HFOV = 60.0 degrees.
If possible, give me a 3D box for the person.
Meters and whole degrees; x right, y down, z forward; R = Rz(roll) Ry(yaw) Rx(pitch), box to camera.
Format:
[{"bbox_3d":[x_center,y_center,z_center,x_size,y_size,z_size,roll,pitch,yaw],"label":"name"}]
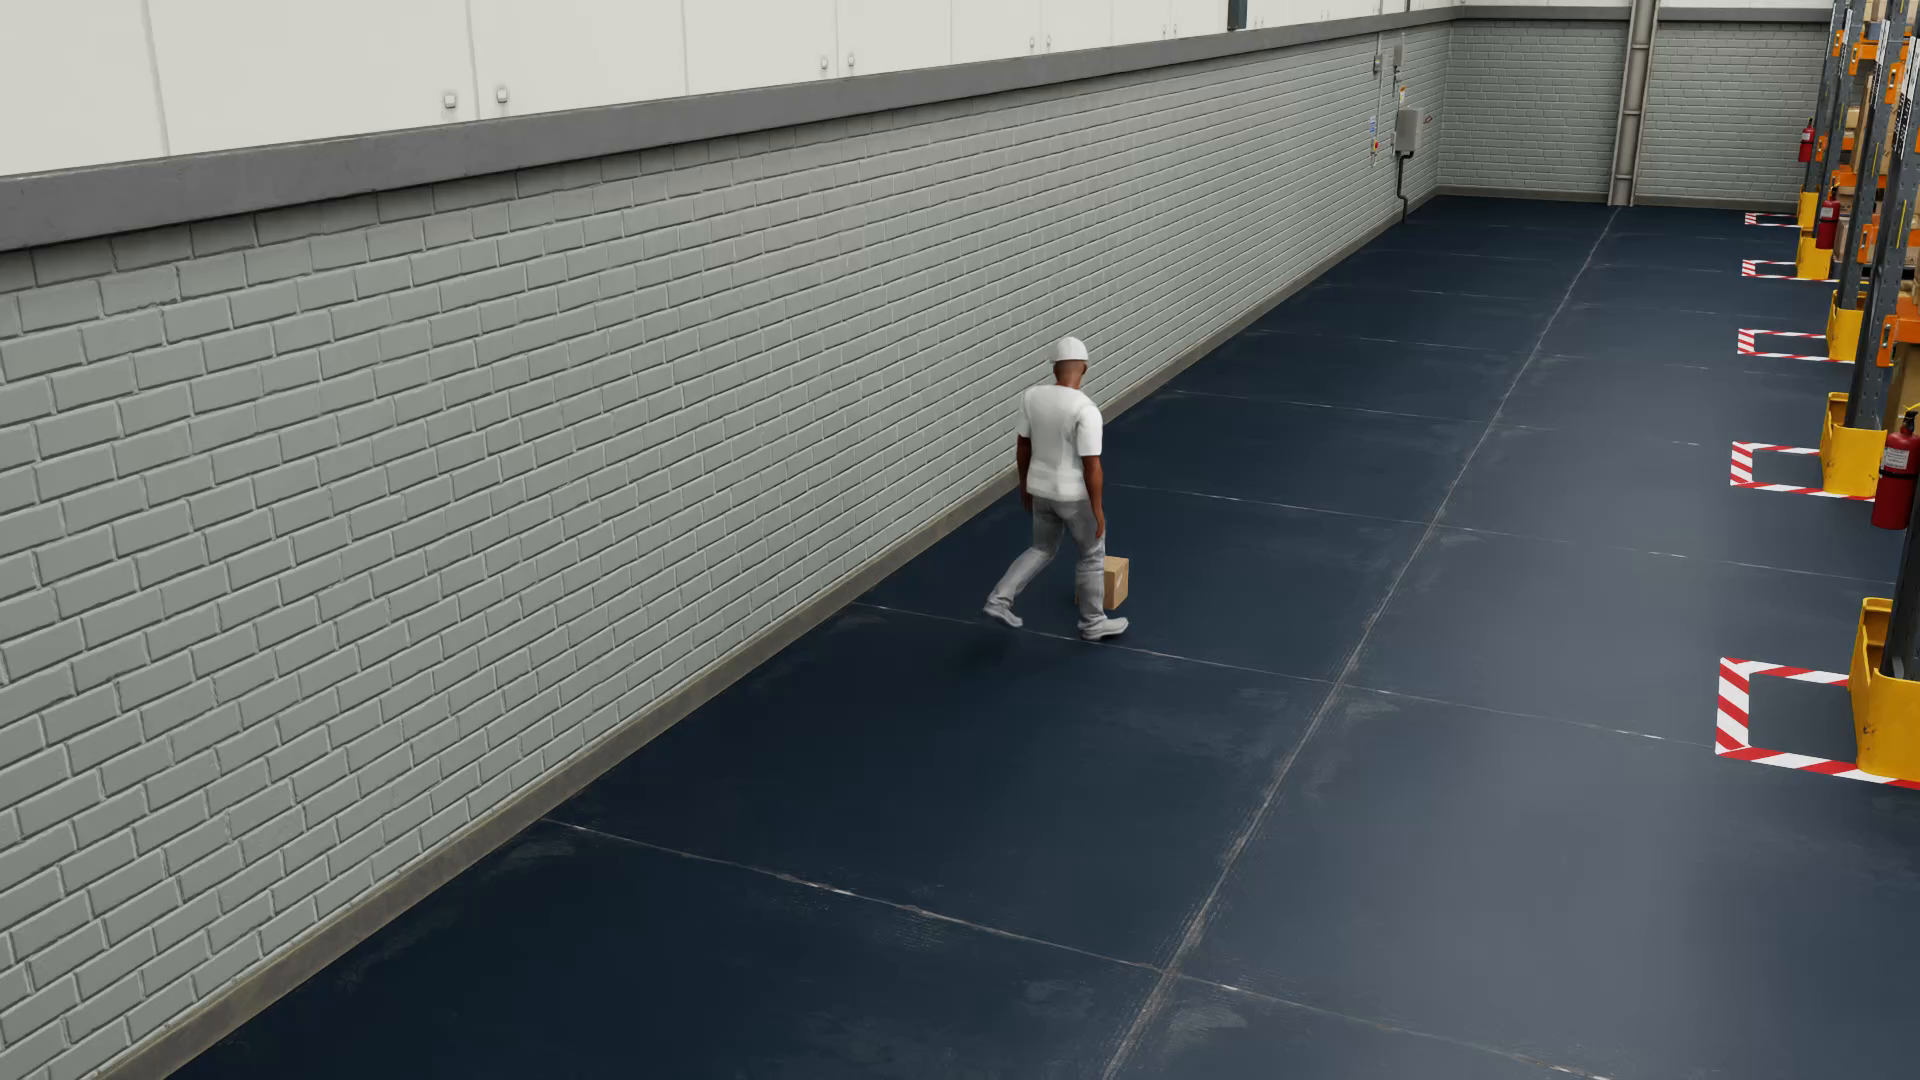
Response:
[{"bbox_3d":[0.562,-0.258,9.269,0.806,1.752,0.620,-17,25,-40],"label":"person"}]
